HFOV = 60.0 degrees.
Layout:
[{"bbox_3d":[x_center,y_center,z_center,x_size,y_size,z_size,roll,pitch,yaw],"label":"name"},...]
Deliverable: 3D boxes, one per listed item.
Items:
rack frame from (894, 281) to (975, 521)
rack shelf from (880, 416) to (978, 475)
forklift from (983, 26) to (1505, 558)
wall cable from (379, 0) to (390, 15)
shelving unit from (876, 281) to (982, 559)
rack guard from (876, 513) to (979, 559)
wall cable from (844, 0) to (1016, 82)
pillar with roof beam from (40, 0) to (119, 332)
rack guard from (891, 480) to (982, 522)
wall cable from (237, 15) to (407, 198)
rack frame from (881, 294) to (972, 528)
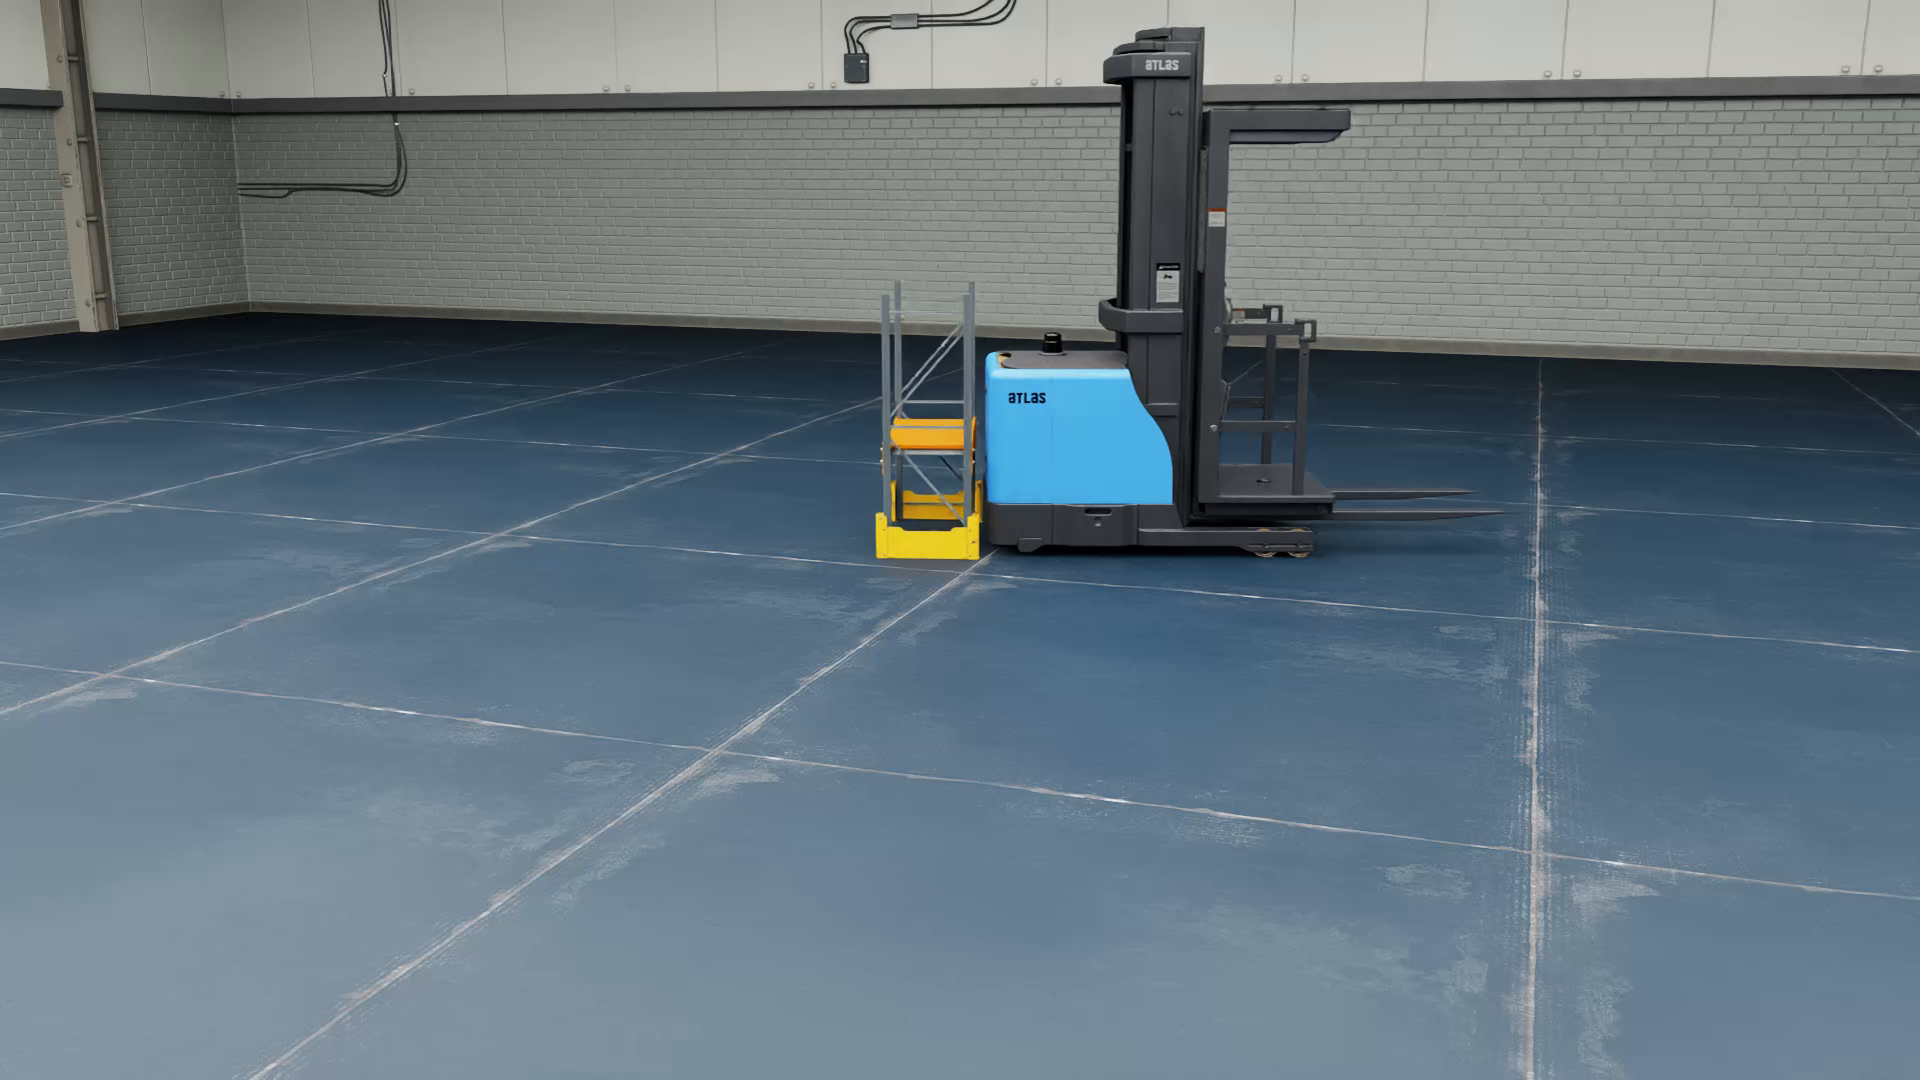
[{"bbox_3d":[-0.156,-0.858,10.376,0.500,1.500,0.032,0,13,2],"label":"rack frame"},{"bbox_3d":[-0.171,-0.570,9.921,0.538,0.185,1.000,0,13,2],"label":"rack shelf"},{"bbox_3d":[1.663,-1.446,9.738,3.031,2.935,1.130,0,13,0],"label":"forklift"},{"bbox_3d":[-6.794,-8.481,22.551,3.097,2.526,0.112,4,14,18],"label":"wall cable"},{"bbox_3d":[-0.171,-0.743,9.872,0.587,1.500,1.083,0,13,2],"label":"shelving unit"},{"bbox_3d":[-0.186,-0.023,9.526,0.587,0.250,0.087,0,13,2],"label":"rack guard"},{"bbox_3d":[-0.377,-8.699,20.234,2.305,6.003,0.169,4,14,18],"label":"wall cable"},{"bbox_3d":[-7.485,-6.892,19.963,9.100,9.000,0.400,4,14,18],"label":"pillar with roof beam"},{"bbox_3d":[-0.156,-0.244,10.497,0.587,0.250,0.087,0,13,2],"label":"rack guard"},{"bbox_3d":[-9.354,-6.214,23.967,3.097,2.526,0.112,4,14,18],"label":"wall cable"},{"bbox_3d":[-0.186,-0.632,9.386,0.500,1.500,0.032,0,13,2],"label":"rack frame"}]
